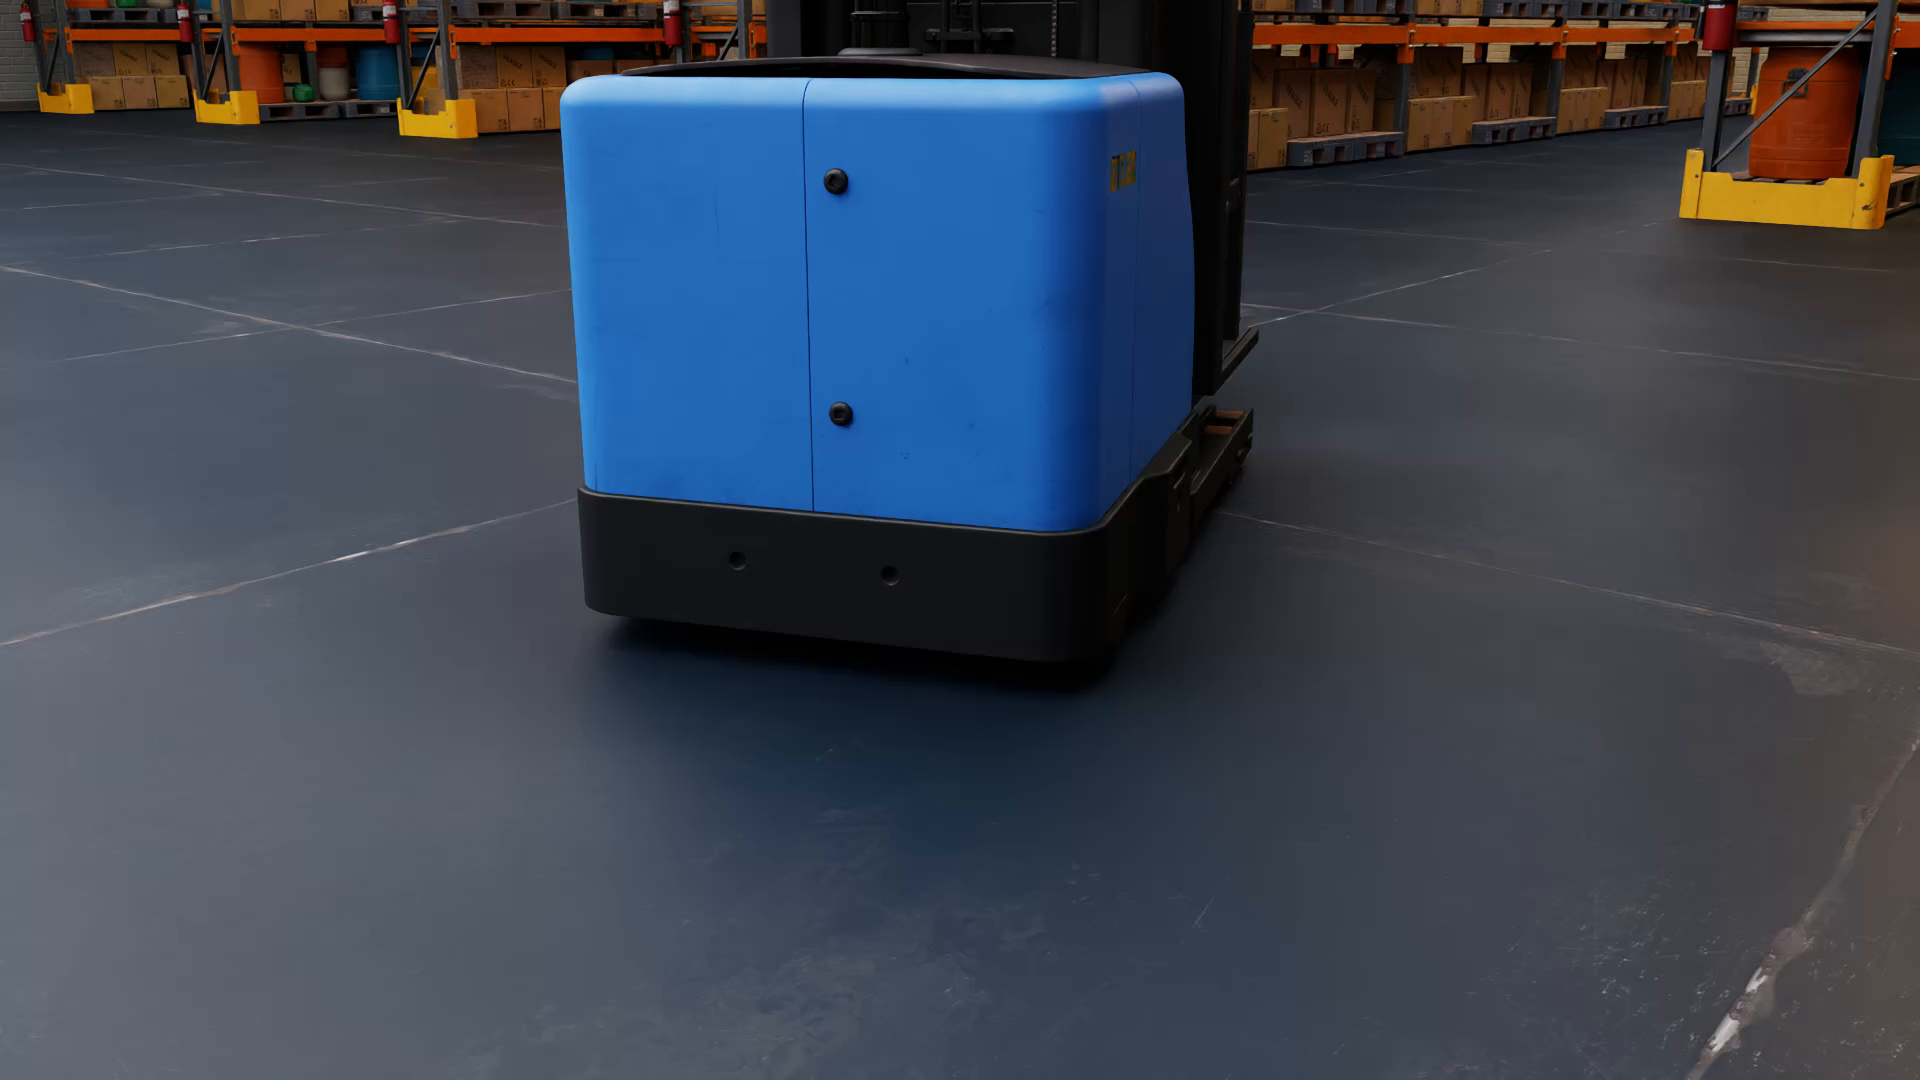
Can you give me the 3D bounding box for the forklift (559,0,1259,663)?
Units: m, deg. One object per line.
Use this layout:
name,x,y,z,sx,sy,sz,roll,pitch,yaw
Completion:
forklift,0.182,-1.571,4.072,1.130,2.935,3.031,5,18,17
